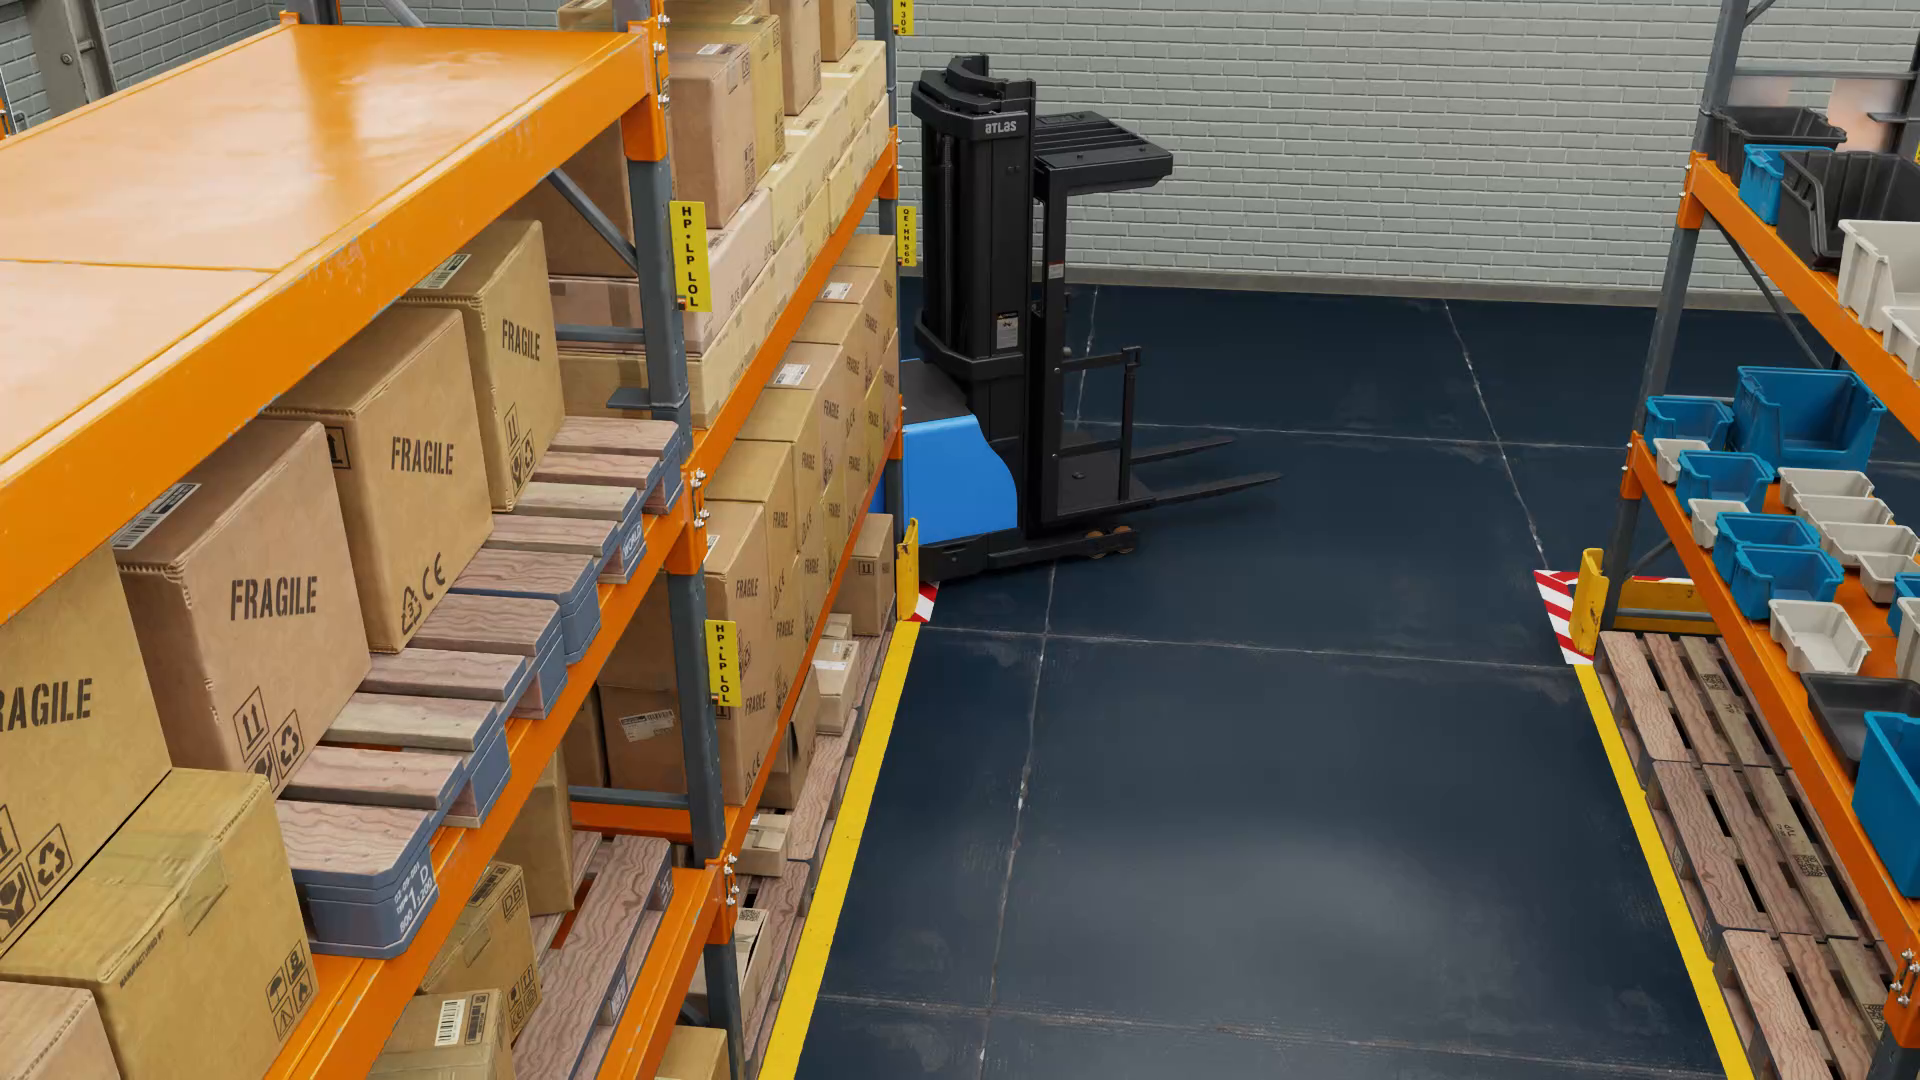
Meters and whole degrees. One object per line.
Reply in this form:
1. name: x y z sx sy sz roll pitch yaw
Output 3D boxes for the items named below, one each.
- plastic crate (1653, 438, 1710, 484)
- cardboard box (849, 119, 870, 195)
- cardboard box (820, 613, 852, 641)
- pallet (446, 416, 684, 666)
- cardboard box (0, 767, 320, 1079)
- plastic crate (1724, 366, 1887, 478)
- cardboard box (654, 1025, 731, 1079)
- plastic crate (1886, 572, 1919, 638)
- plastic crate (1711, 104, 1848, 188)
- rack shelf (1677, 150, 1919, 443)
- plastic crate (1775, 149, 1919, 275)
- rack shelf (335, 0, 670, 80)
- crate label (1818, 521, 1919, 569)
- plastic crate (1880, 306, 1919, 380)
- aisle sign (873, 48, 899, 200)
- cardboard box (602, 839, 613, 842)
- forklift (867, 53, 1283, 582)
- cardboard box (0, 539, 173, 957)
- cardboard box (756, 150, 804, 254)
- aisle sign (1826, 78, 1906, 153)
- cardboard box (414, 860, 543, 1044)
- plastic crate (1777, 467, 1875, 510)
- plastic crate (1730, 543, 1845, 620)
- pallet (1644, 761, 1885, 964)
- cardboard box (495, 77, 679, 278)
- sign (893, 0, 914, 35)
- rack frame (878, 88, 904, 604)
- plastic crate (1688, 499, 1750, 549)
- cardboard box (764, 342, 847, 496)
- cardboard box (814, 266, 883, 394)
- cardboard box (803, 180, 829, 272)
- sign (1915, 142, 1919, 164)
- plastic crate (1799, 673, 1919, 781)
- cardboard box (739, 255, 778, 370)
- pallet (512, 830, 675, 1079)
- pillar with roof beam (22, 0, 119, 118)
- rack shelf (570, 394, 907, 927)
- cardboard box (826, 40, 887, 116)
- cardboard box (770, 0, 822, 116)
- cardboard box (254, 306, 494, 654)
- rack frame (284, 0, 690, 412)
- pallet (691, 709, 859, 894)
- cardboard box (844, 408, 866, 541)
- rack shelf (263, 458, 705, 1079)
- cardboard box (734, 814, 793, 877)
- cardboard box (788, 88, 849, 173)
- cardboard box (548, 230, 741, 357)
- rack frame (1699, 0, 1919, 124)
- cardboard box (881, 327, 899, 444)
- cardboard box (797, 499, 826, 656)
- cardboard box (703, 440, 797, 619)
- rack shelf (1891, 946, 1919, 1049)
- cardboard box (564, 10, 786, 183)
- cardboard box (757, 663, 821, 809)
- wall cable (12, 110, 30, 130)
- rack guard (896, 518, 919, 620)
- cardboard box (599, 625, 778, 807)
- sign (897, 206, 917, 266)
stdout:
1. plastic crate: 3.607 -0.378 8.296 0.250 0.136 0.298 3 28 6
2. cardboard box: -0.704 -1.763 7.648 0.500 0.250 0.500 3 28 6
3. cardboard box: -0.792 0.509 8.958 0.380 0.166 0.250 3 28 6
4. pallet: -1.470 -0.052 4.512 1.213 0.211 1.003 3 28 6
5. cardboard box: -1.665 0.709 2.796 0.910 0.500 0.500 3 28 6
6. plastic crate: 4.229 -0.584 8.364 0.616 0.435 0.499 3 28 6
7. cardboard box: -1.097 2.038 5.768 0.500 0.500 0.500 3 28 6
8. plastic crate: 4.088 0.318 6.902 0.416 0.233 0.300 3 28 6
9. plastic crate: 3.761 -1.809 7.712 0.497 0.269 0.590 3 28 6
10. rack shelf: 3.840 -0.773 6.411 1.077 0.370 4.000 3 28 6
11. plastic crate: 3.625 -1.301 6.697 0.504 0.338 0.767 3 28 6
12. rack shelf: -1.076 -2.382 6.238 1.077 0.370 4.000 3 28 6
13. crate label: 4.105 0.041 7.517 0.396 0.136 0.243 3 28 6
14. plastic crate: 3.373 -0.653 5.707 0.293 0.136 0.466 3 28 6
15. aisle sign: -0.518 -2.159 8.646 0.394 0.787 0.004 3 28 6
16. cardboard box: -1.532 1.505 6.758 0.500 0.500 0.500 3 28 6
17. forklift: 0.581 -1.398 10.046 3.031 2.935 1.130 -10 30 -19
18. cardboard box: -1.626 0.275 2.546 0.500 0.500 0.500 3 28 6
19. cardboard box: -0.882 -1.277 6.218 0.500 0.250 0.500 3 28 6
20. aisle sign: 4.385 -1.872 8.114 0.394 0.787 0.004 3 28 6
21. cardboard box: -1.622 1.191 4.621 0.700 0.500 0.500 8 29 14
22. plastic crate: 4.165 -0.227 8.015 0.396 0.136 0.243 3 28 6
23. plastic crate: 3.530 0.195 7.131 0.416 0.233 0.300 3 28 6
24. pallet: 3.794 1.475 7.581 1.003 0.211 1.213 3 28 6
25. cardboard box: -1.299 -1.153 5.198 0.700 0.500 0.500 3 28 6
26. sign: -0.282 -2.669 8.238 0.100 0.325 0.005 3 28 6
27. rack frame: -0.831 -1.000 9.236 1.000 3.000 0.127 3 28 6
28. plastic crate: 3.523 -0.059 7.703 0.250 0.136 0.298 3 28 6
29. cardboard box: -0.795 -0.535 7.213 0.500 0.500 0.500 4 29 8
30. cardboard box: -0.673 -1.021 8.116 0.500 0.500 0.500 4 29 8
31. cardboard box: -0.830 -1.293 6.774 0.500 0.250 0.500 3 28 6
32. sign: 4.633 -1.961 7.967 0.100 0.325 0.005 3 28 6
33. plastic crate: 3.465 0.724 6.262 0.437 0.125 0.590 3 28 6
34. cardboard box: -0.950 -0.822 5.900 0.500 0.250 0.500 3 28 6
35. pallet: -1.527 1.337 5.101 1.003 0.211 1.213 3 28 6
36. pillar with roof beam: -2.002 -4.999 10.333 9.100 9.000 0.400 3 28 6
37. rack shelf: -1.076 0.258 7.660 1.077 0.370 4.000 3 28 6
38. cardboard box: -0.640 -2.218 7.966 0.500 0.250 0.500 3 28 6
39. cardboard box: -0.977 -2.090 6.937 0.700 0.500 0.500 3 28 6
40. cardboard box: -1.515 -0.162 3.864 0.600 0.600 0.600 3 28 6
41. rack frame: -1.321 -1.759 4.319 1.000 3.000 0.127 3 28 6
42. pallet: -1.089 1.211 8.072 1.003 0.211 1.213 3 28 6
43. cardboard box: -0.742 -0.339 7.903 0.500 0.500 0.500 4 29 7
44. rack shelf: -1.566 0.820 3.453 1.077 0.370 4.000 3 28 6
45. cardboard box: -0.958 1.343 7.409 0.380 0.166 0.250 3 28 6
46. cardboard box: -0.766 -1.748 7.092 0.500 0.250 0.500 3 28 6
47. cardboard box: -1.014 -0.807 5.345 0.500 0.250 0.500 3 28 6
48. rack frame: 4.085 -3.352 7.276 1.000 3.000 0.127 3 28 6
49. cardboard box: -0.615 -0.818 8.792 0.500 0.500 0.500 4 29 8
50. cardboard box: -0.865 0.138 7.018 0.500 0.500 0.500 3 28 6
51. cardboard box: -0.921 -0.050 6.313 0.500 0.500 0.500 2 28 5
52. rack shelf: 3.350 2.430 3.627 1.077 0.370 4.000 3 28 6
53. cardboard box: -1.042 -1.616 6.057 0.700 0.500 0.500 3 28 6
54. cardboard box: -1.096 0.903 7.871 0.797 0.503 0.637 3 28 6
55. wall cable: -6.529 -2.392 10.747 0.084 1.984 1.851 3 28 6
56. rack guard: -0.840 0.136 9.763 1.175 0.500 0.348 3 28 6
57. cardboard box: -0.988 0.614 6.134 0.500 0.500 0.500 4 29 8
58. sign: -0.282 -1.608 8.810 0.100 0.325 0.005 3 28 6
